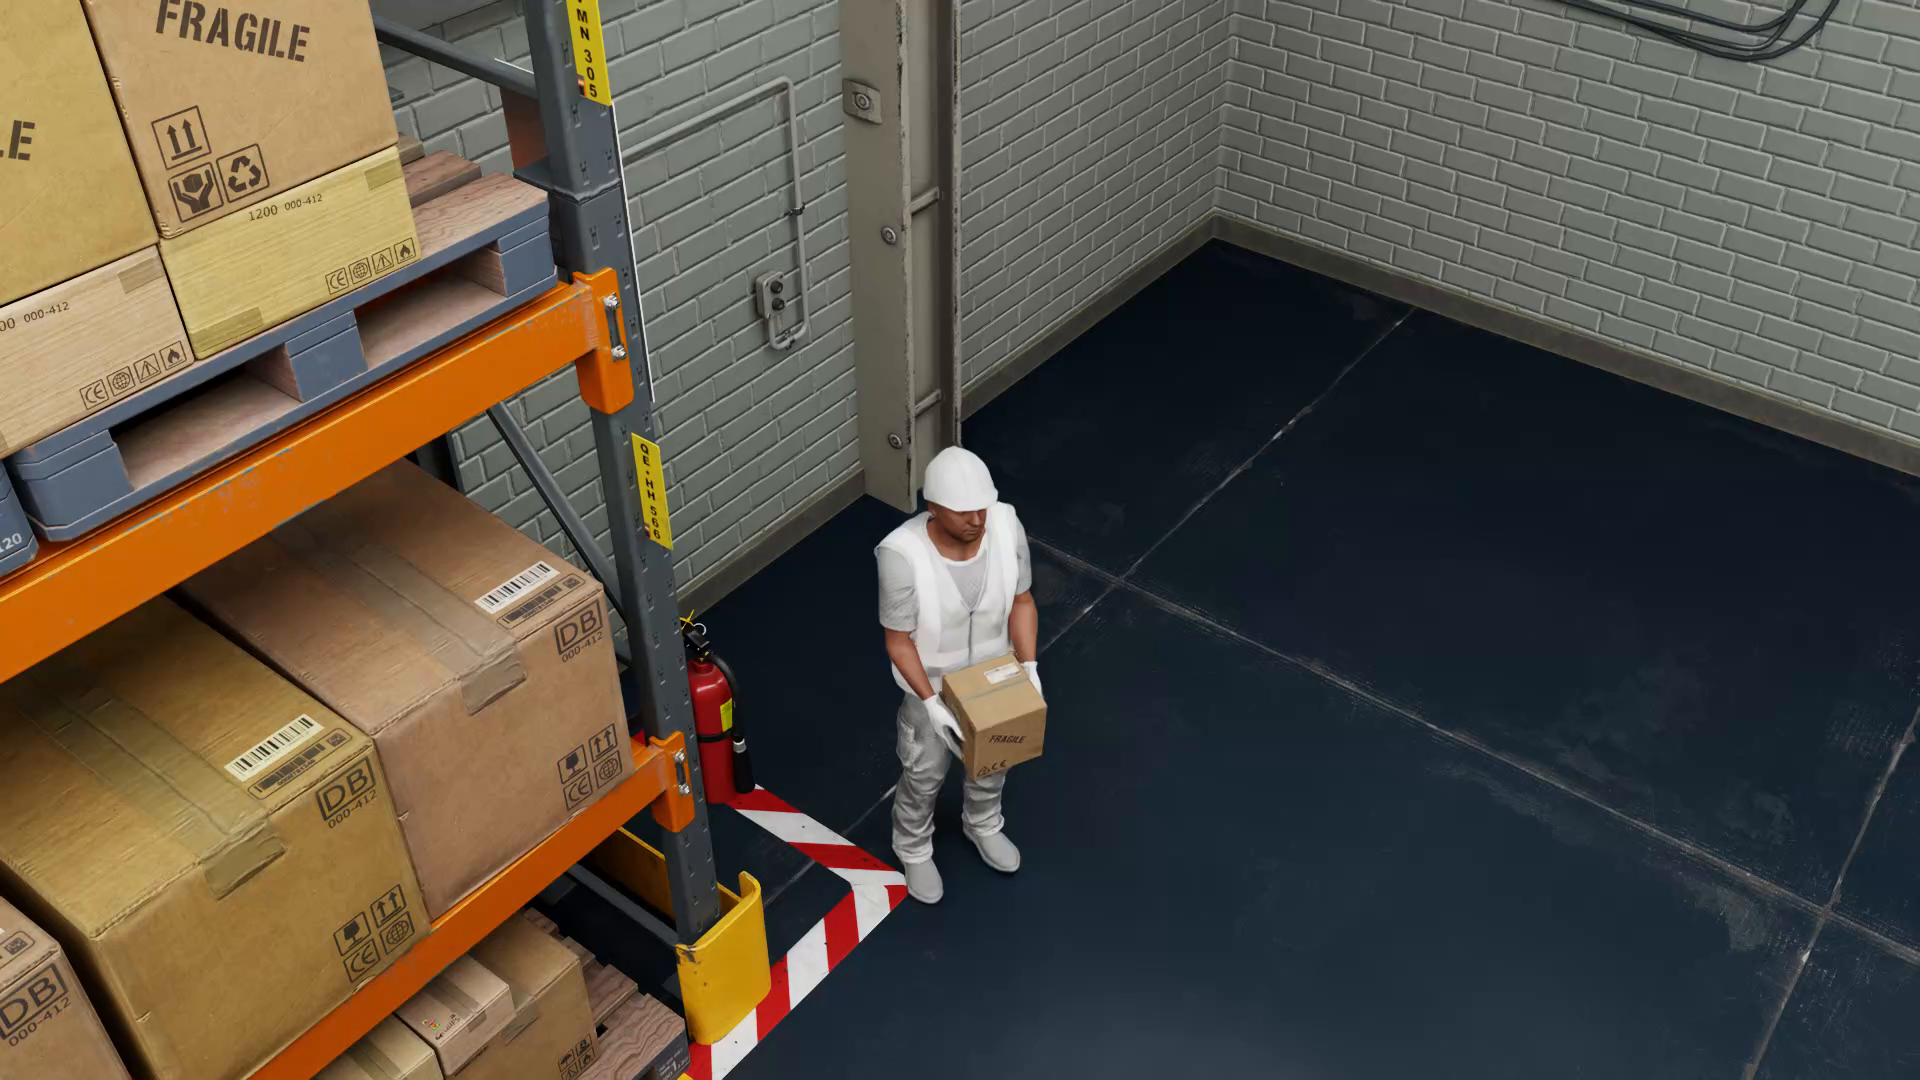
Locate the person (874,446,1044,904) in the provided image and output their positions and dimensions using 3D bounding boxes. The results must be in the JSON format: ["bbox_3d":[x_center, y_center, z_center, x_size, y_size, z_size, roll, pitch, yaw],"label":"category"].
[{"bbox_3d":[0.020,0.482,5.528,0.542,1.789,0.520,-17,42,-20],"label":"person"}]
